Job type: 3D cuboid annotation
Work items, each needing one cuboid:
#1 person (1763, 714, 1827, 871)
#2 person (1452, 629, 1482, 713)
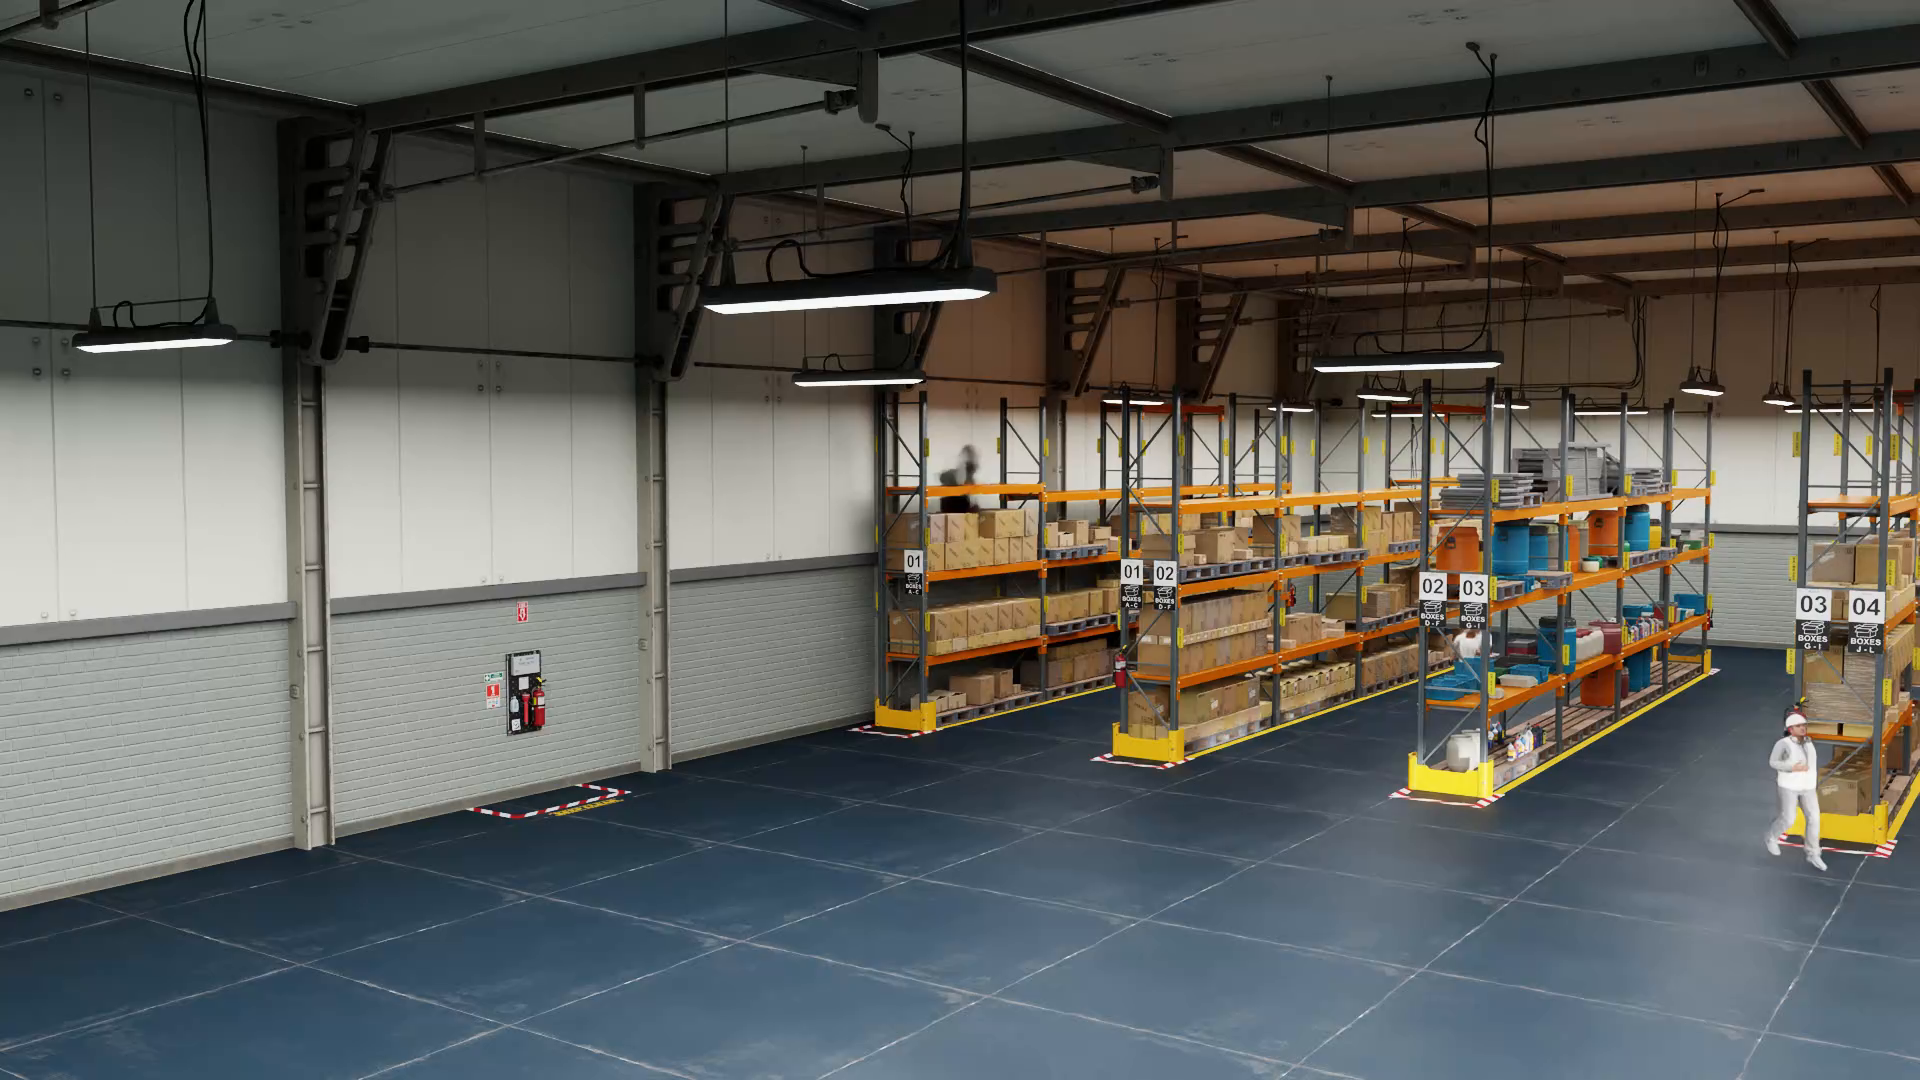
[{"bbox_3d":[10.056,2.995,20.018,0.664,1.801,0.845,0,3,-8],"label":"person"},{"bbox_3d":[9.677,2.377,31.558,0.714,1.744,0.901,2,4,26],"label":"person"}]
